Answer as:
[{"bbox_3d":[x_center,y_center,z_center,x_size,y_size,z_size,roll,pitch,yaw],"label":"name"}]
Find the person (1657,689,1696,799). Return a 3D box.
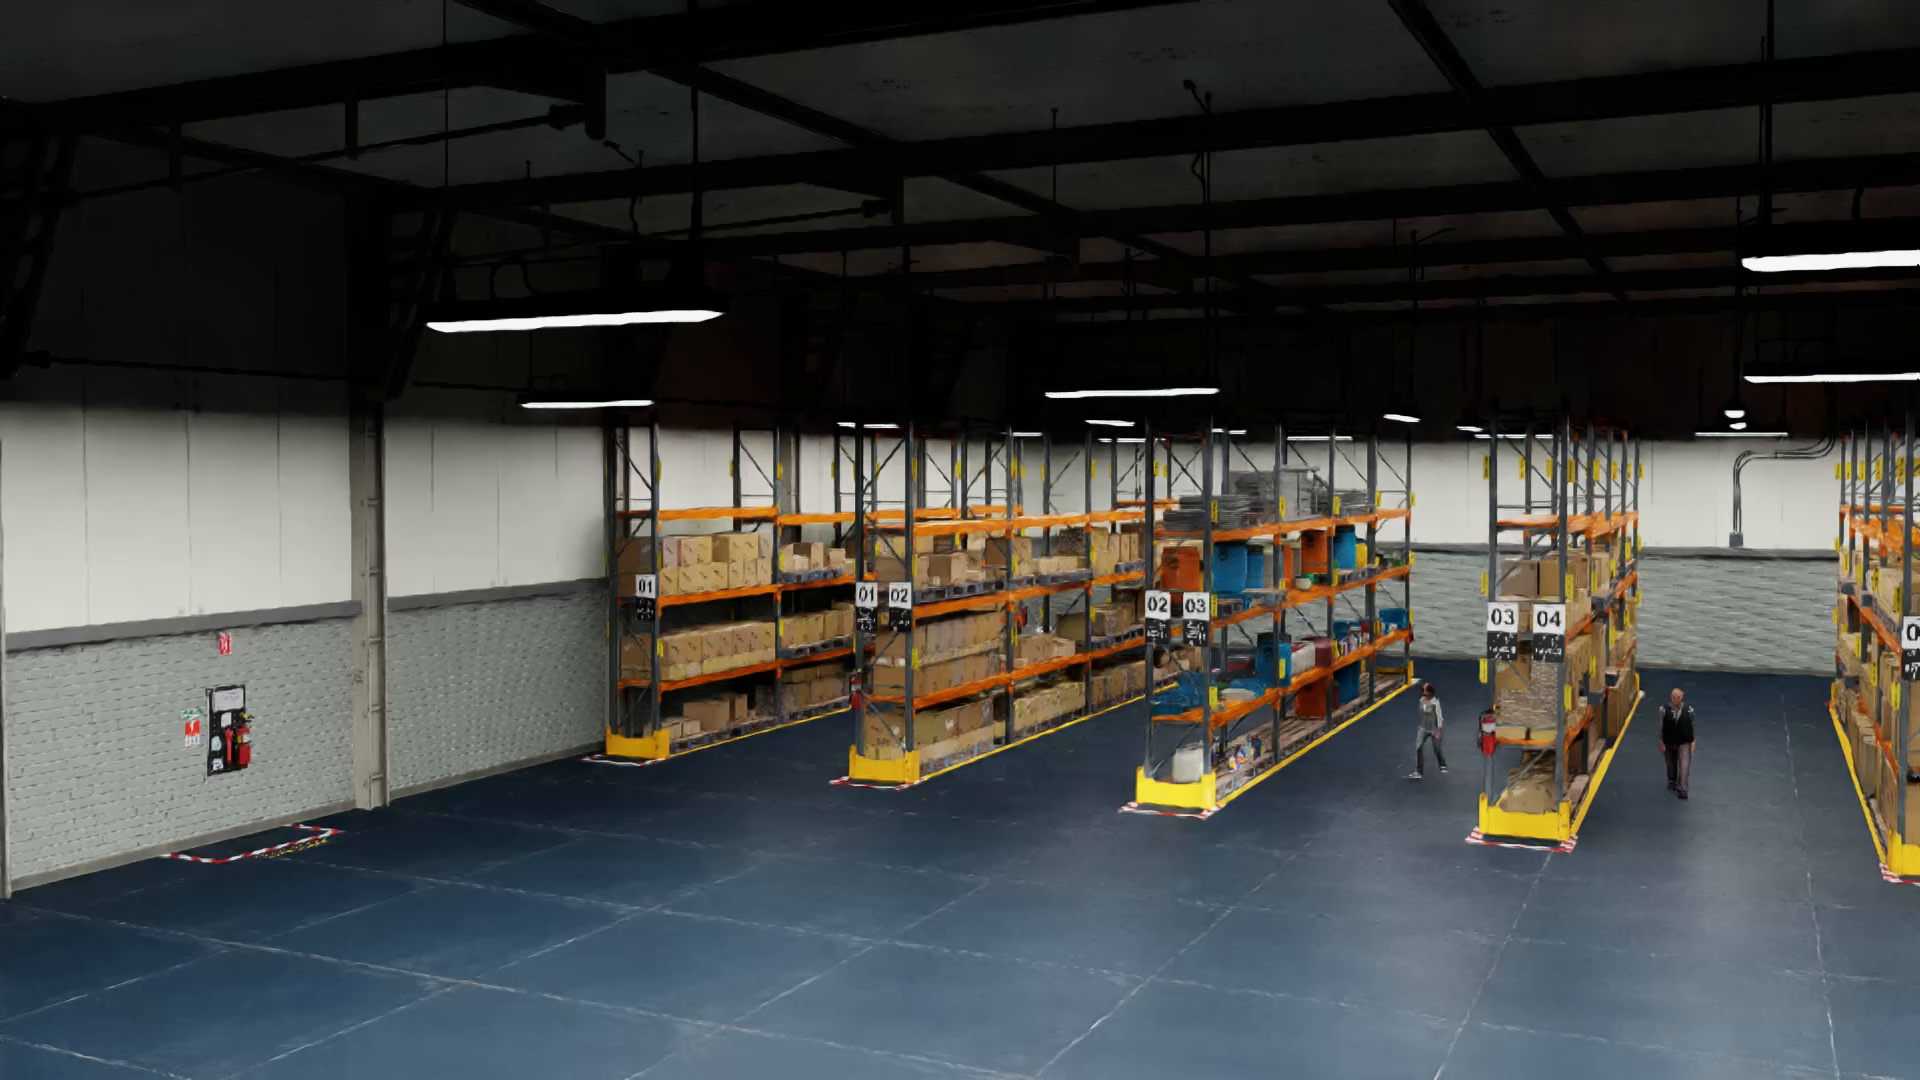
[{"bbox_3d":[10.973,3.094,25.501,0.543,1.647,1.115,1,3,28],"label":"person"}]

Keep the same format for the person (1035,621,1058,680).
[{"bbox_3d":[1.958,2.557,37.725,0.702,1.735,0.549,1,3,24],"label":"person"}]

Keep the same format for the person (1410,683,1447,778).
[{"bbox_3d":[7.662,3.080,27.009,0.437,1.543,0.849,2,3,42],"label":"person"}]
